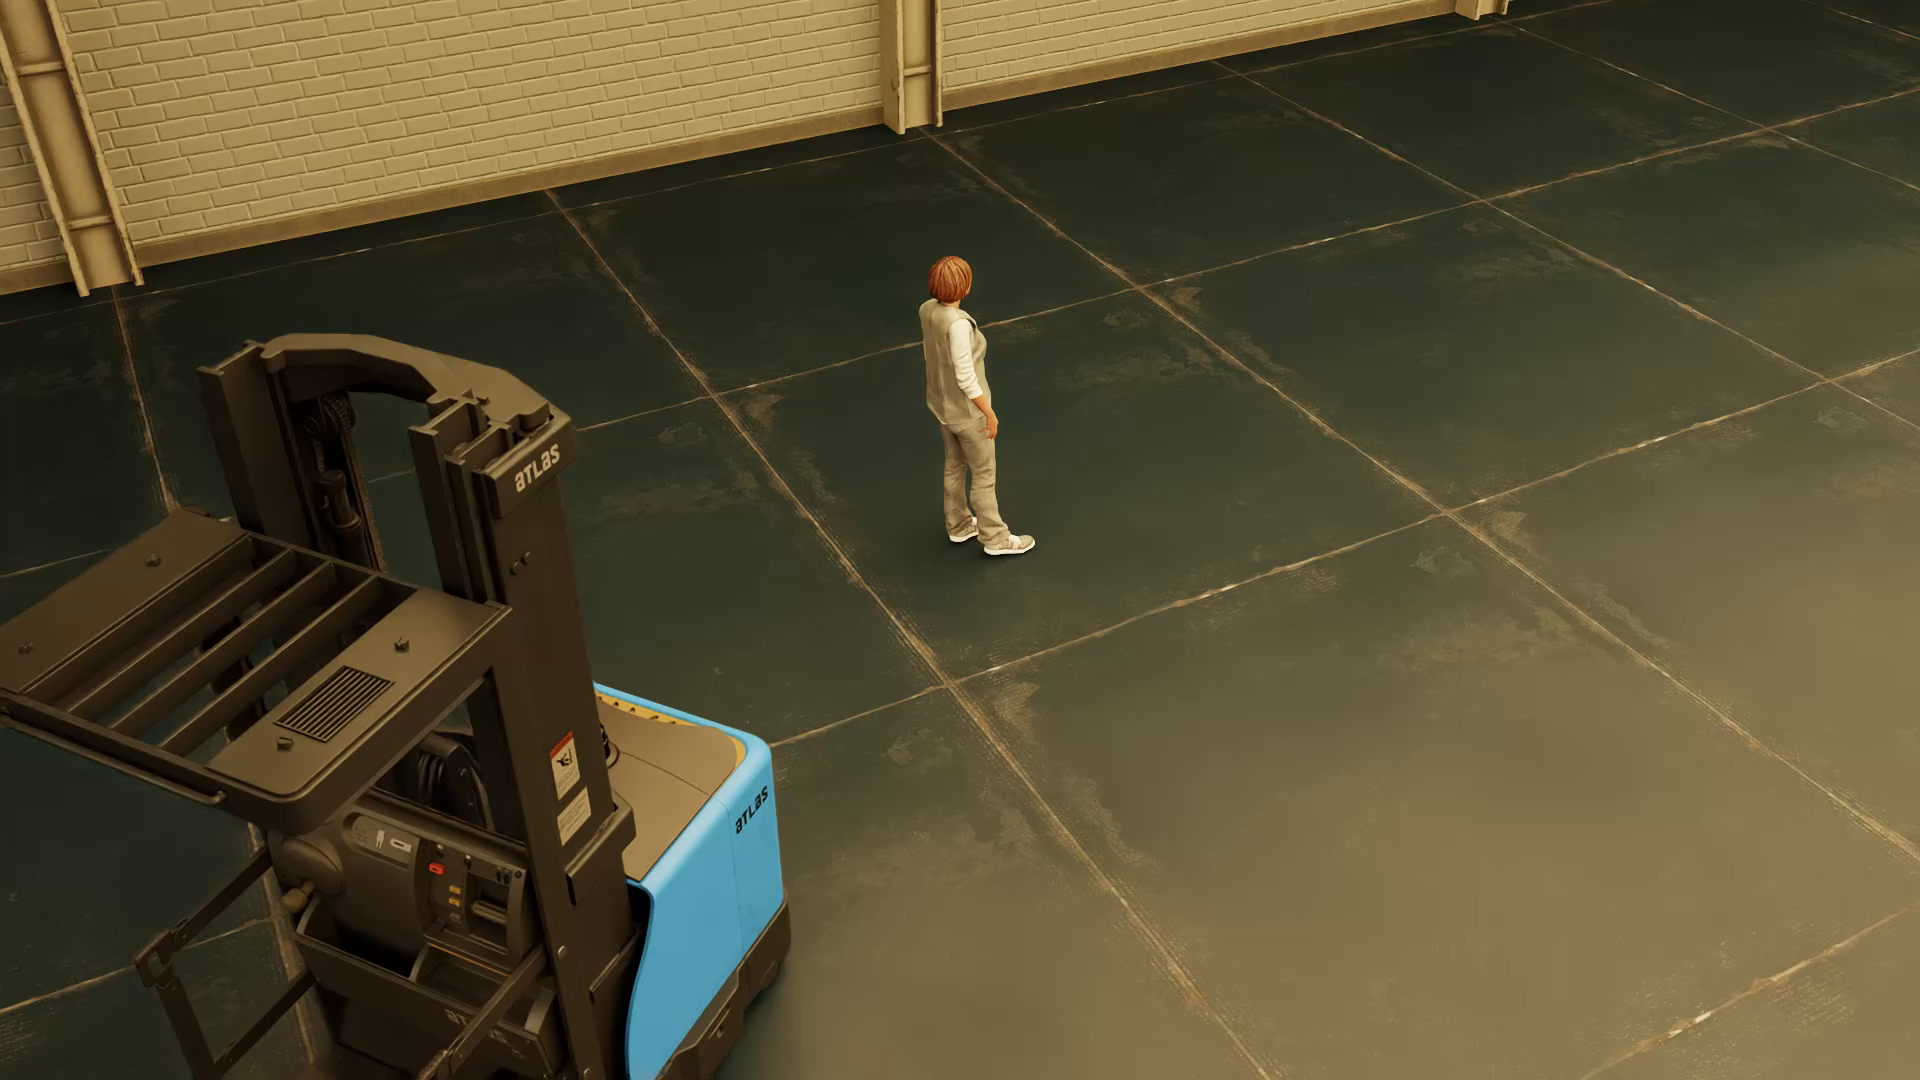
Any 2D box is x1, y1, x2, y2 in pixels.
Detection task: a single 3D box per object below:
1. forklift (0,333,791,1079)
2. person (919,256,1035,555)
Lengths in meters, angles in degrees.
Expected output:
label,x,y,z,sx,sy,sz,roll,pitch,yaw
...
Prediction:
label,x,y,z,sx,sy,sz,roll,pitch,yaw
forklift,-1.726,1.033,4.662,1.130,2.935,3.031,15,38,20
person,0.072,-0.671,8.215,0.475,1.597,0.520,-17,39,-23
